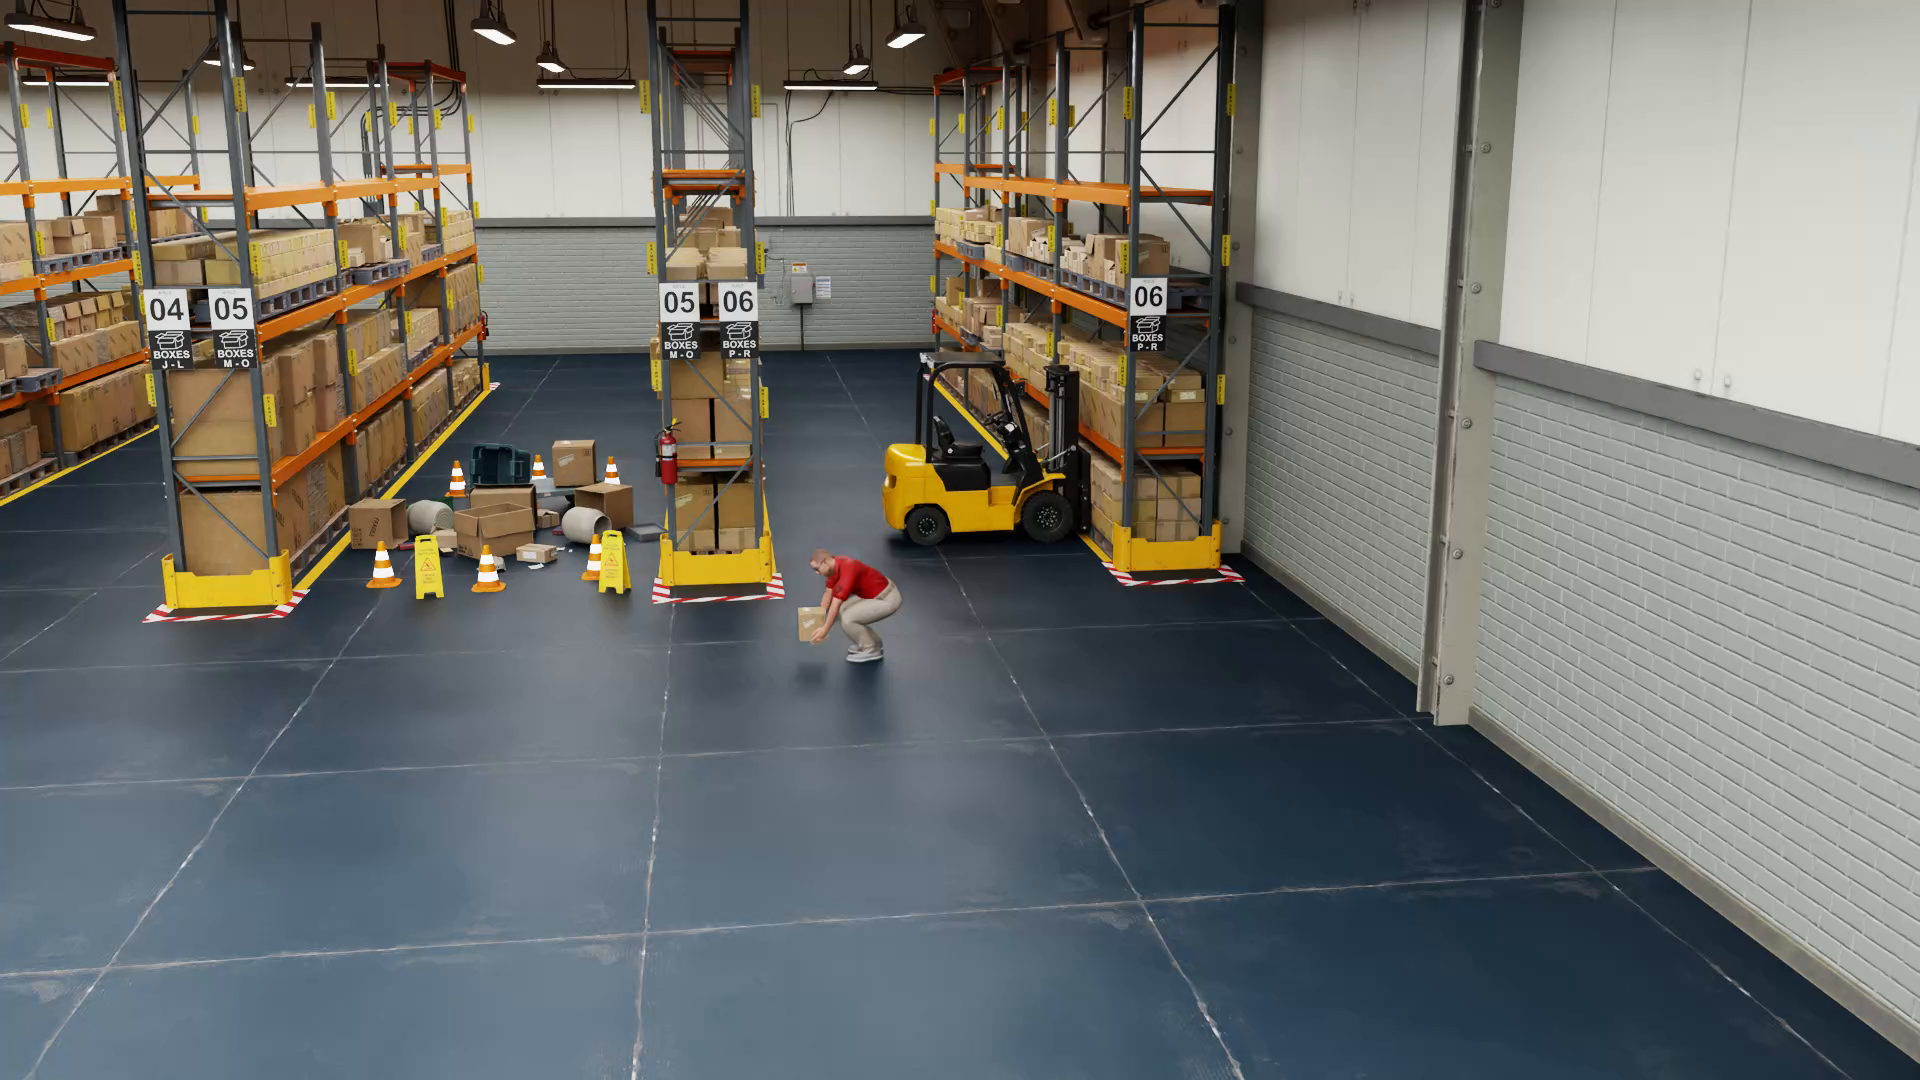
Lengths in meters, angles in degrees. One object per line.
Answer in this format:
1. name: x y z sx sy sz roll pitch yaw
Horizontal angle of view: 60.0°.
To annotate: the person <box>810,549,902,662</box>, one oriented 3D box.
1. person: -0.958 0.603 15.096 0.864 0.978 0.570 -2 13 -8
